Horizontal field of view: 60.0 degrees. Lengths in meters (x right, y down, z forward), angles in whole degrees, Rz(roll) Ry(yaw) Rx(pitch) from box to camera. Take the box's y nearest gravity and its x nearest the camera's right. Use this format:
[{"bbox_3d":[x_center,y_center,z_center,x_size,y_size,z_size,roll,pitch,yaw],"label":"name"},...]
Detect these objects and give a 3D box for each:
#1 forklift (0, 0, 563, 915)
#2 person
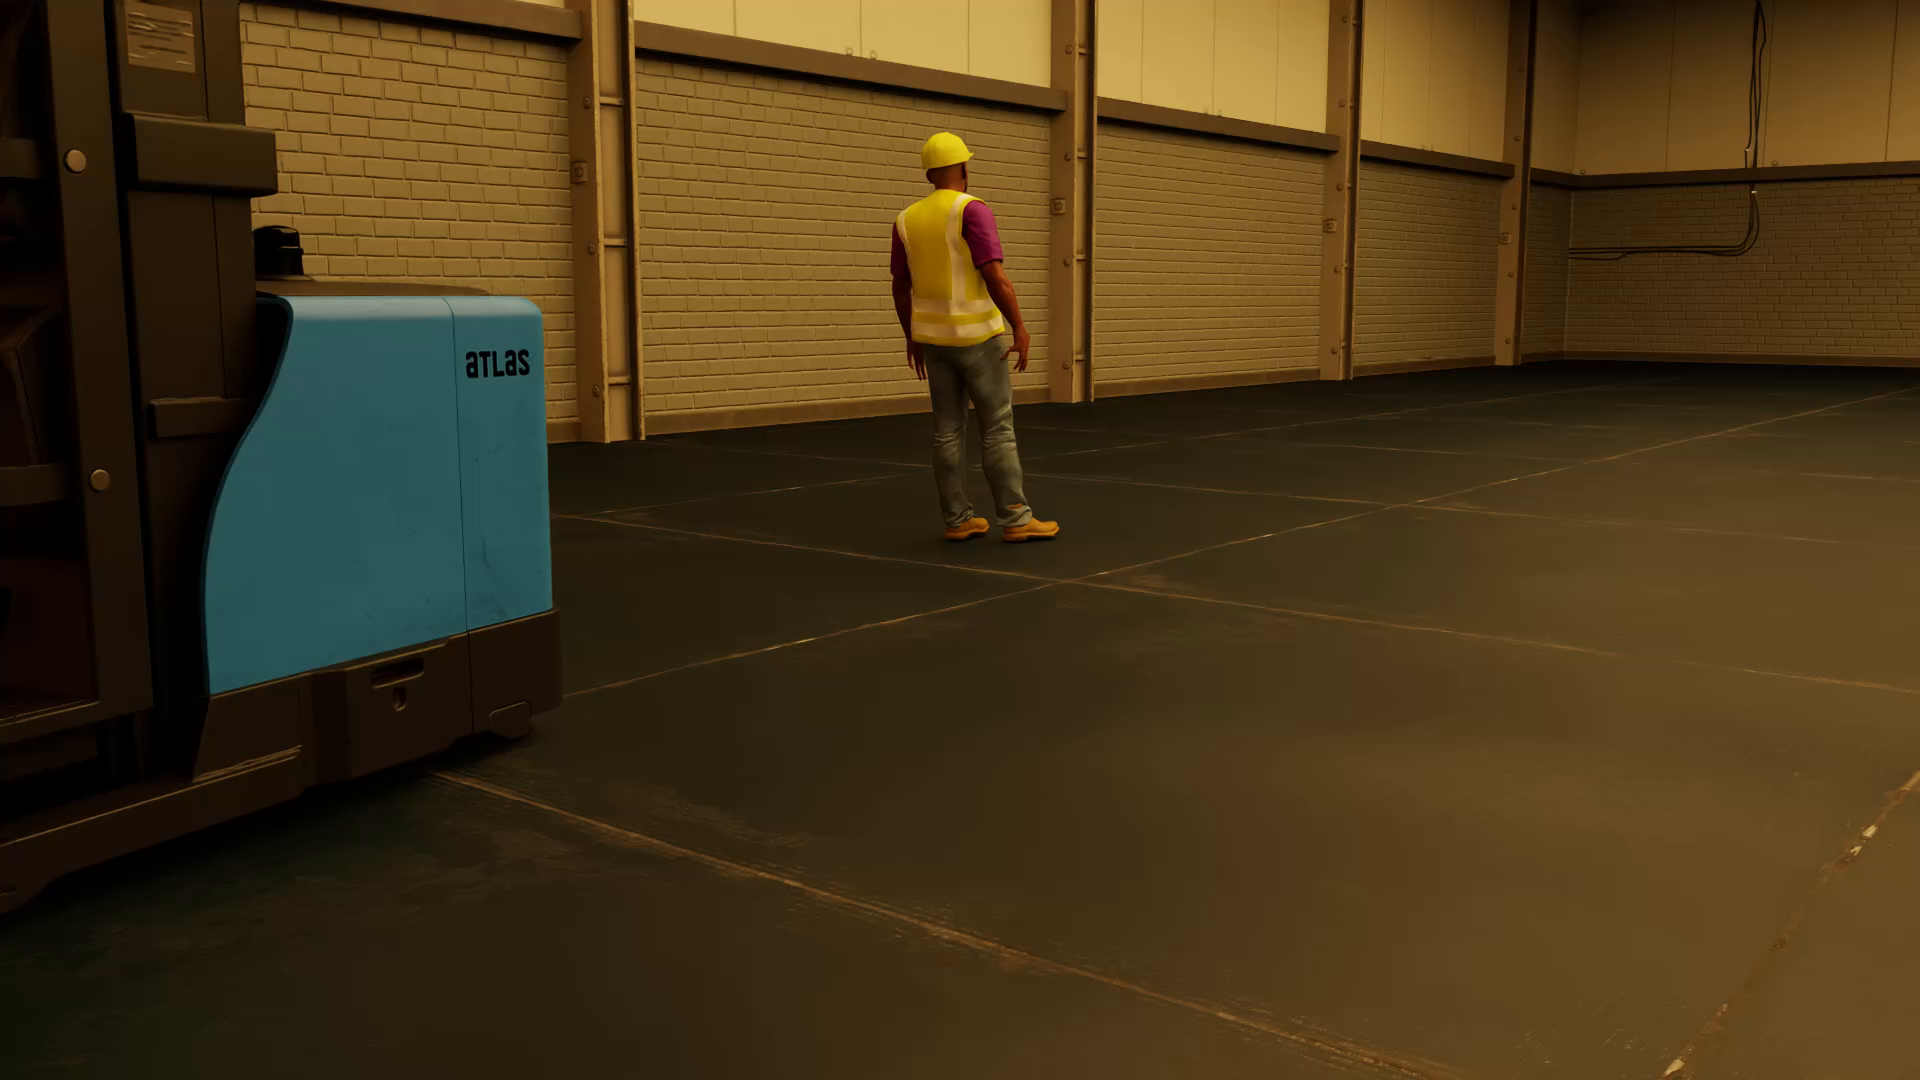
[{"bbox_3d":[-2.107,-0.817,2.869,1.130,2.935,3.031,4,9,27],"label":"forklift"},{"bbox_3d":[0.048,-0.888,7.325,0.665,1.765,0.577,7,11,38],"label":"person"}]
